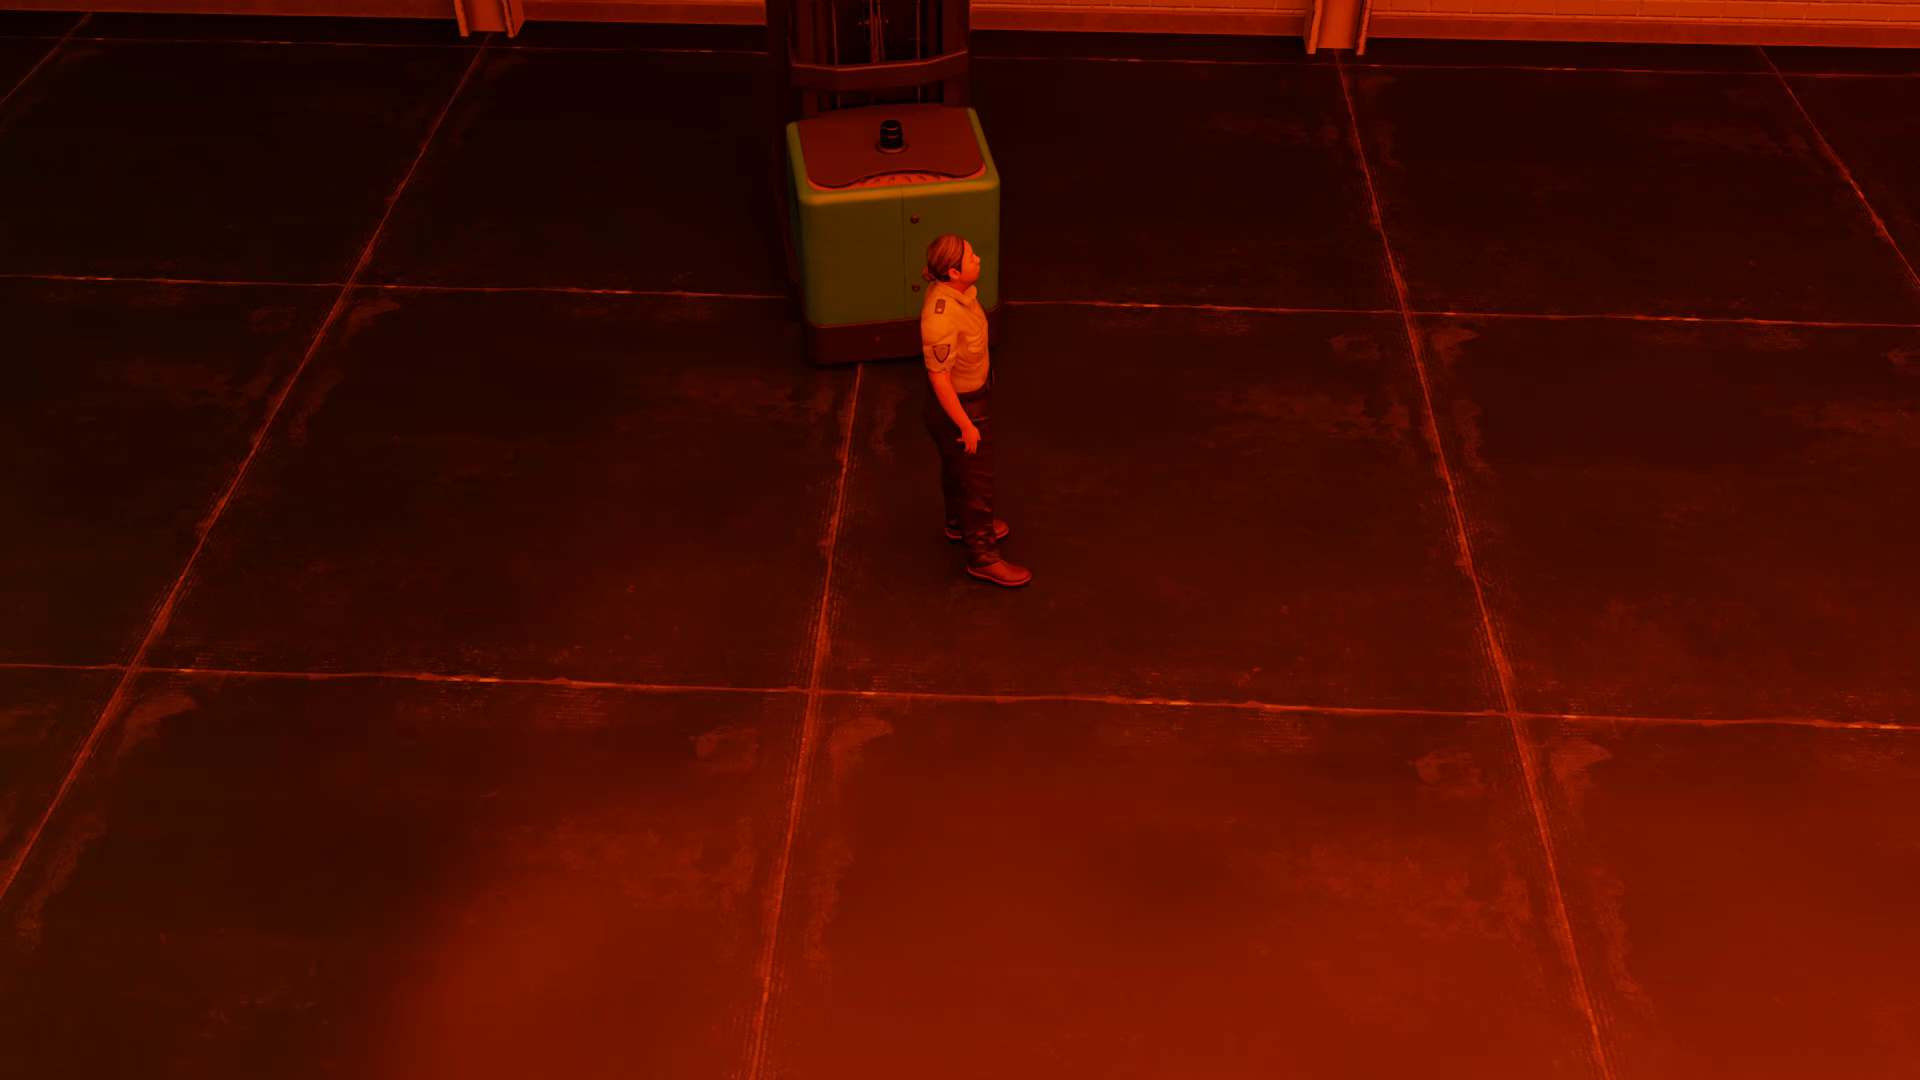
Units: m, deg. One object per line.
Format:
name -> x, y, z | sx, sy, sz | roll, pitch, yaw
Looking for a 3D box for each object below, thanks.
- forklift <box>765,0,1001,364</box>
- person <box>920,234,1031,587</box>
forklift -> -0.533, -3.016, 9.046 | 1.130, 2.935, 3.031 | -6, 43, -7
person -> 0.089, -0.595, 7.336 | 0.502, 1.651, 0.598 | 2, 42, 2
